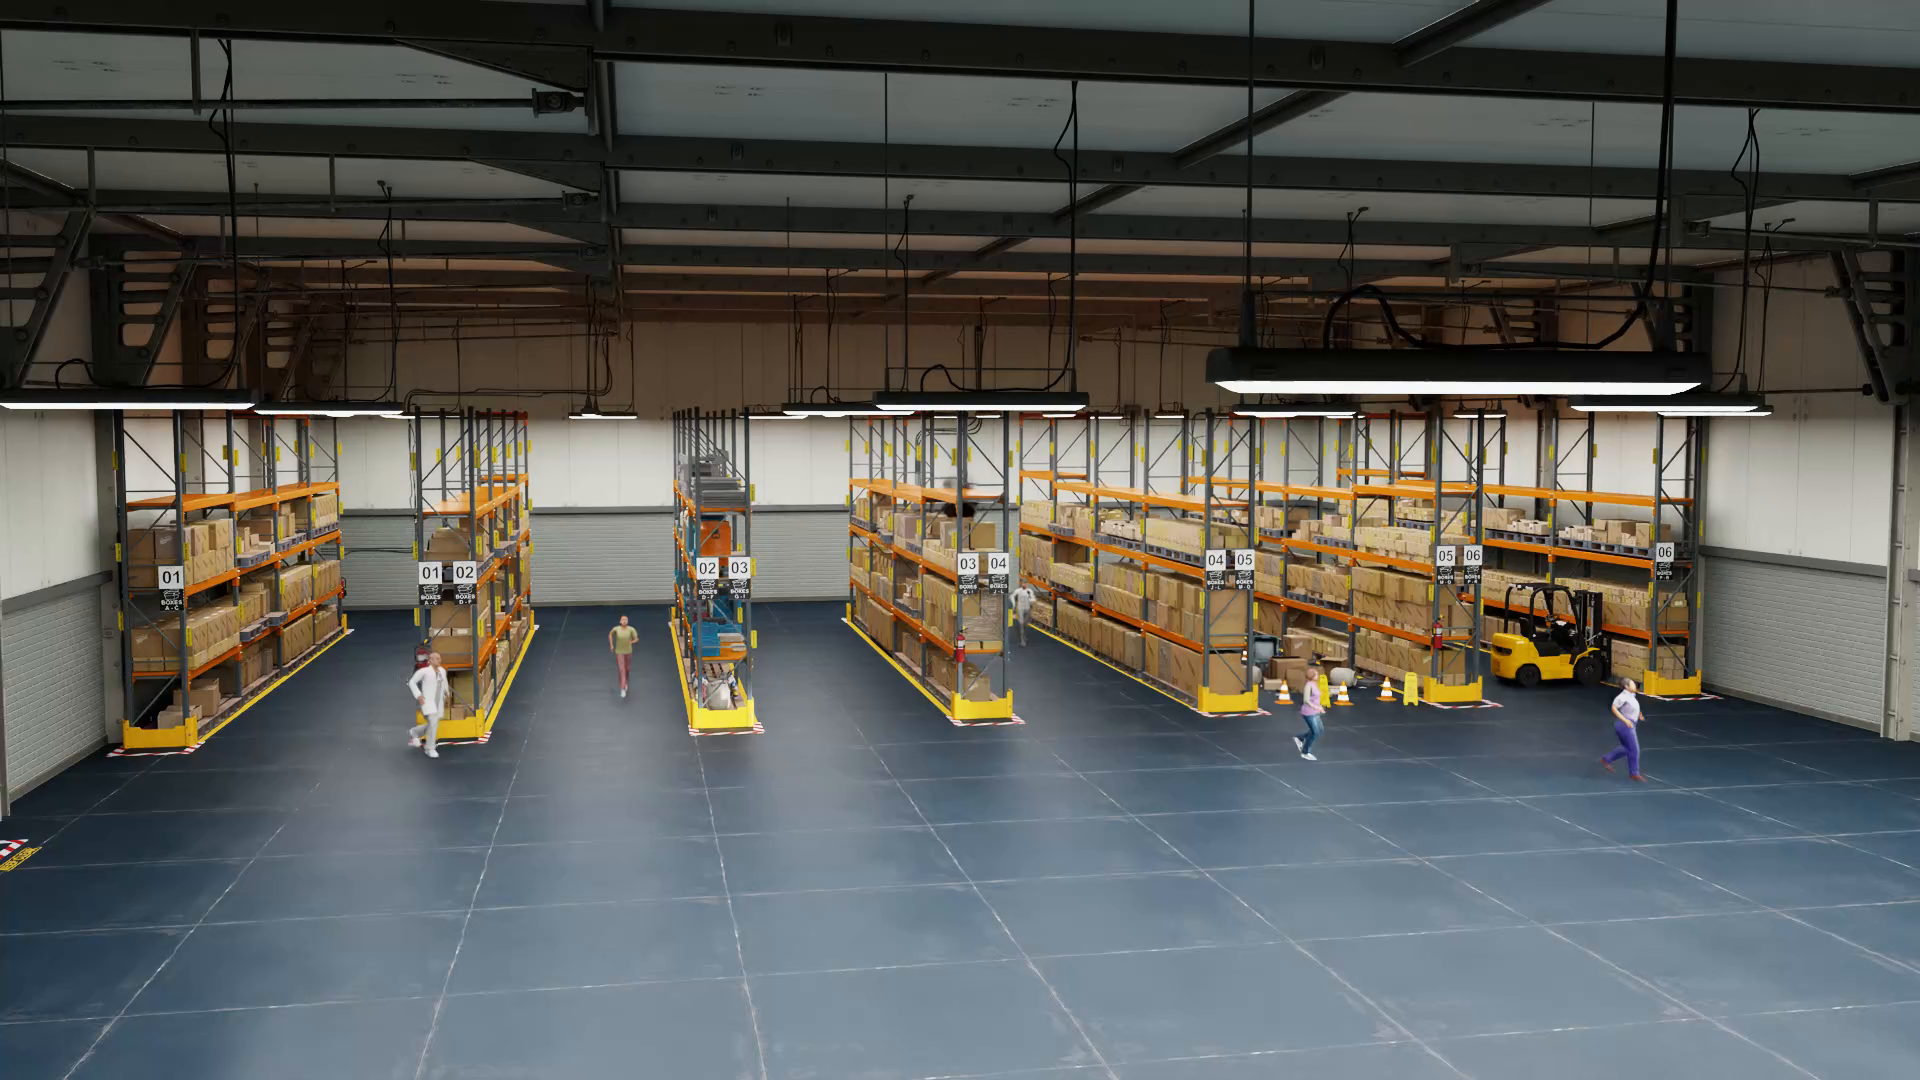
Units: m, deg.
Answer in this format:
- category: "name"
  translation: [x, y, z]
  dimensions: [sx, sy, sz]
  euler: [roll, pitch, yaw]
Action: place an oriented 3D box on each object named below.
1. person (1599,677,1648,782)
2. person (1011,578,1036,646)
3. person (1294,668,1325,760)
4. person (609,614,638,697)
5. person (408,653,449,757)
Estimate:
- category: "person"
  translation: [10.638, 3.019, 26.647]
  dimensions: [0.775, 1.652, 0.611]
  euler: [2, 5, 31]
- category: "person"
  translation: [1.650, 1.824, 42.784]
  dimensions: [0.596, 1.730, 0.820]
  euler: [-1, 4, -11]
- category: "person"
  translation: [5.944, 2.948, 28.231]
  dimensions: [0.565, 1.563, 0.576]
  euler: [2, 5, 26]
- category: "person"
  translation: [-7.031, 2.390, 34.845]
  dimensions: [0.578, 1.675, 0.882]
  euler: [-1, 4, -20]
- category: "person"
  translation: [-9.165, 2.833, 28.772]
  dimensions: [0.845, 1.764, 0.760]
  euler: [3, 5, 32]
